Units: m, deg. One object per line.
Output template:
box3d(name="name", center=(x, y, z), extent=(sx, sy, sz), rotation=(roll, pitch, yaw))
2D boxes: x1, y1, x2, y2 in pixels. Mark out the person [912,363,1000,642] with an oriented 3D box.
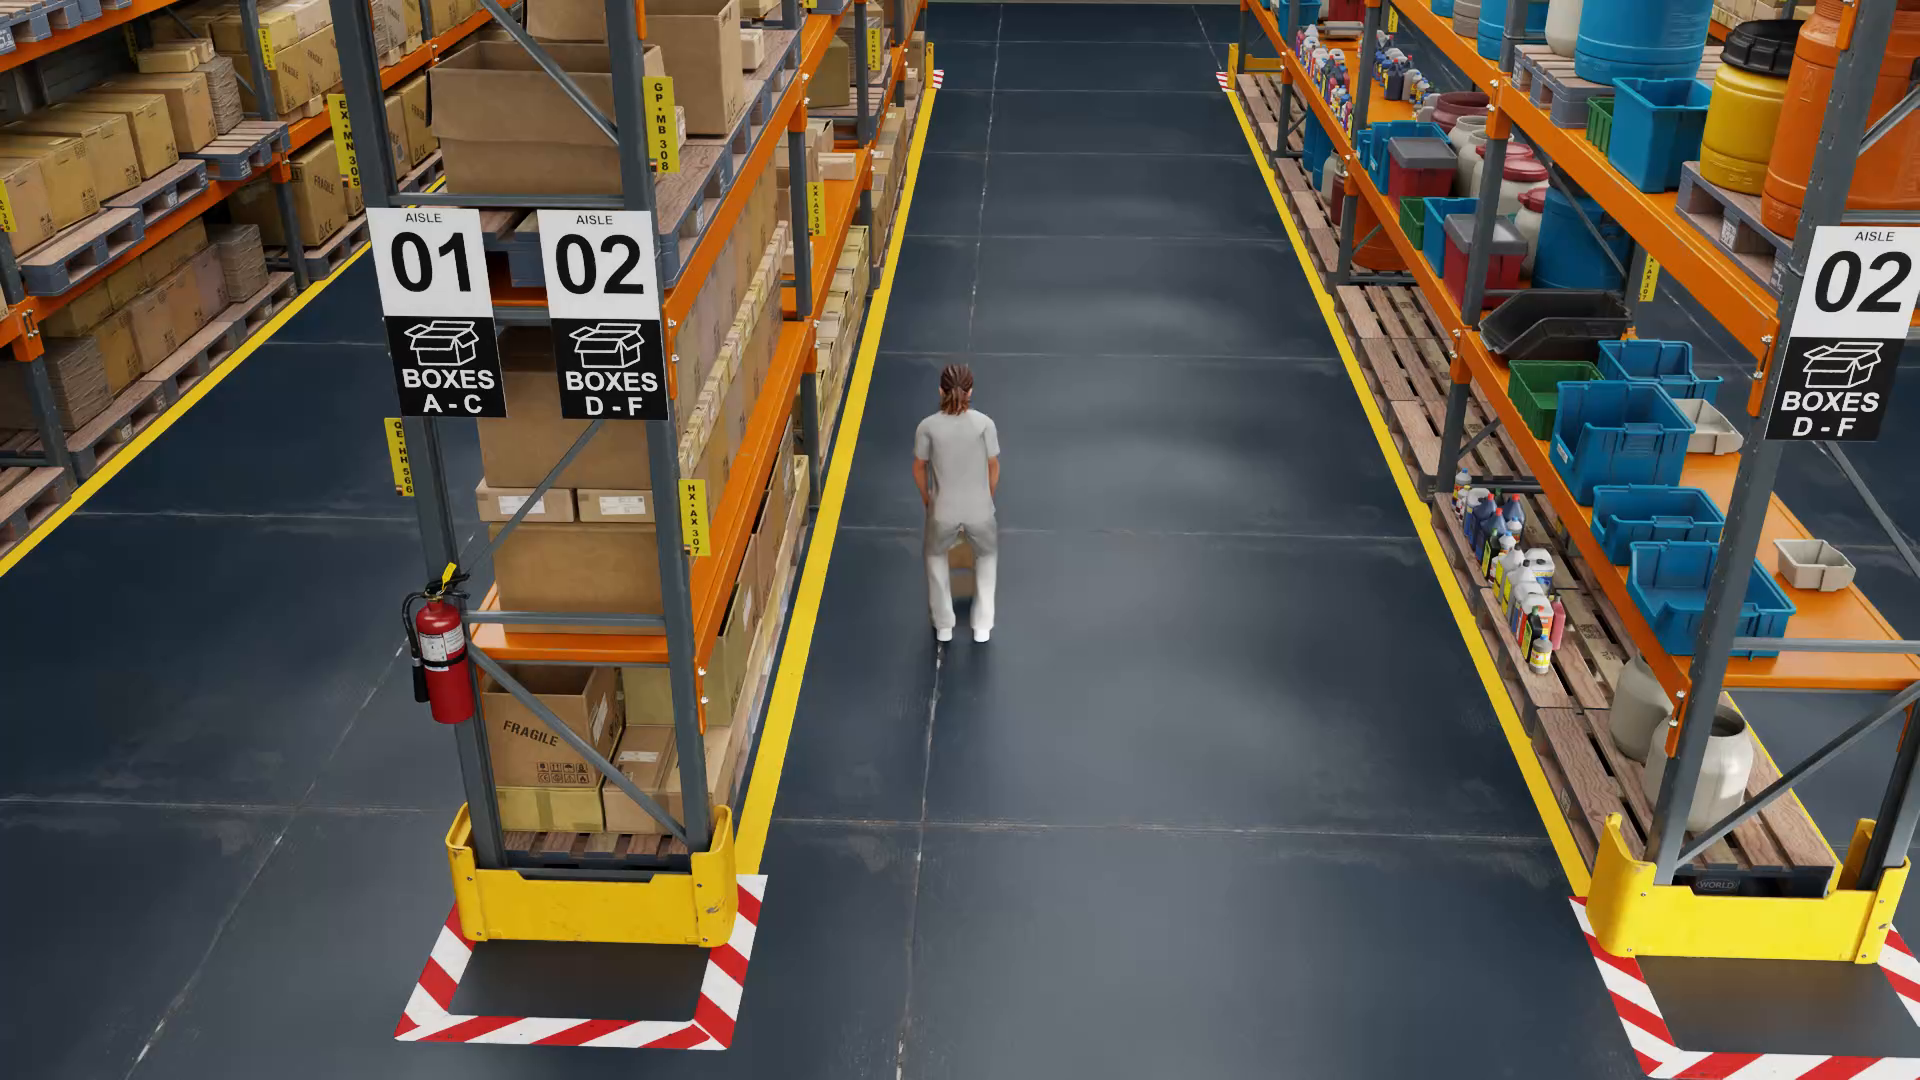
box3d(name="person", center=(-0.023, -0.185, 9.108), extent=(0.478, 1.556, 0.489), rotation=(1, 28, 2))
